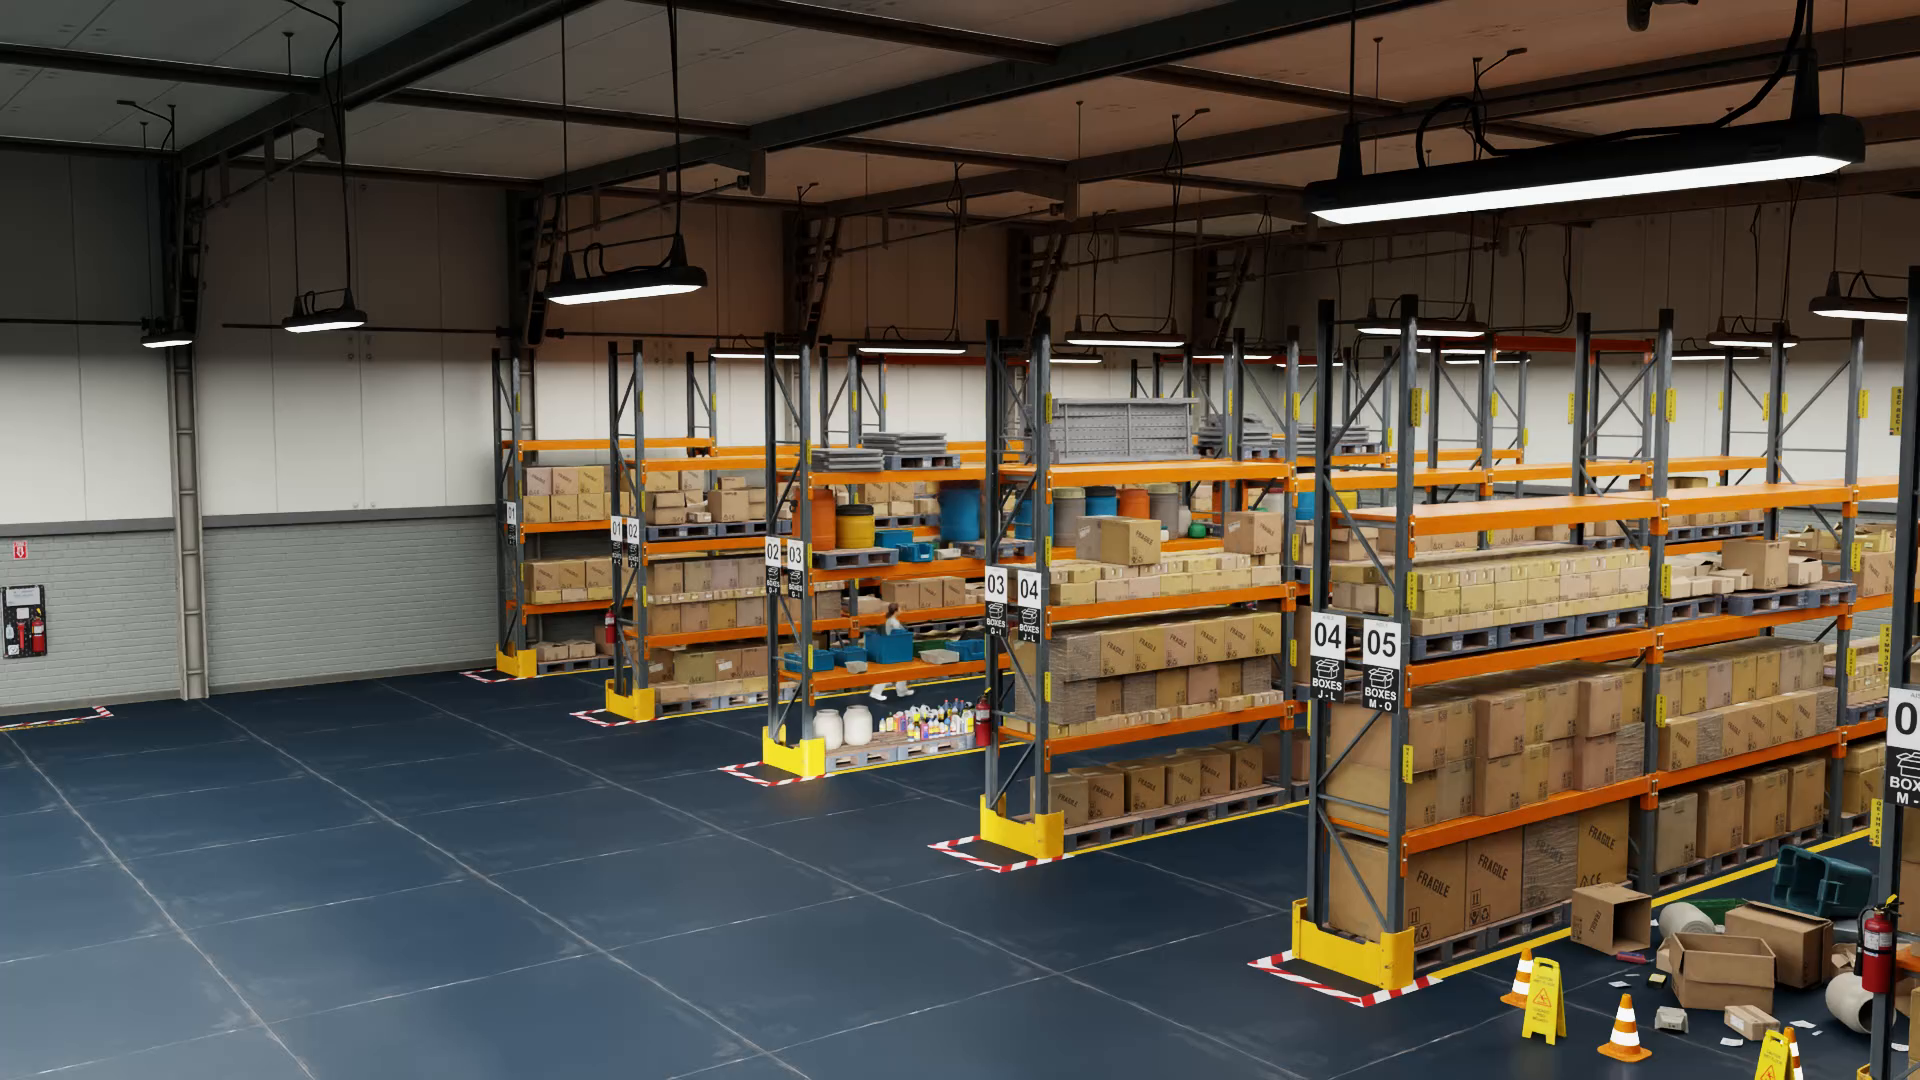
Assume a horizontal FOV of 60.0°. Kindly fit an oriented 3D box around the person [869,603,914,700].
[{"bbox_3d":[-1.130,1.876,28.006,0.900,1.635,0.537,-2,5,-22],"label":"person"}]
